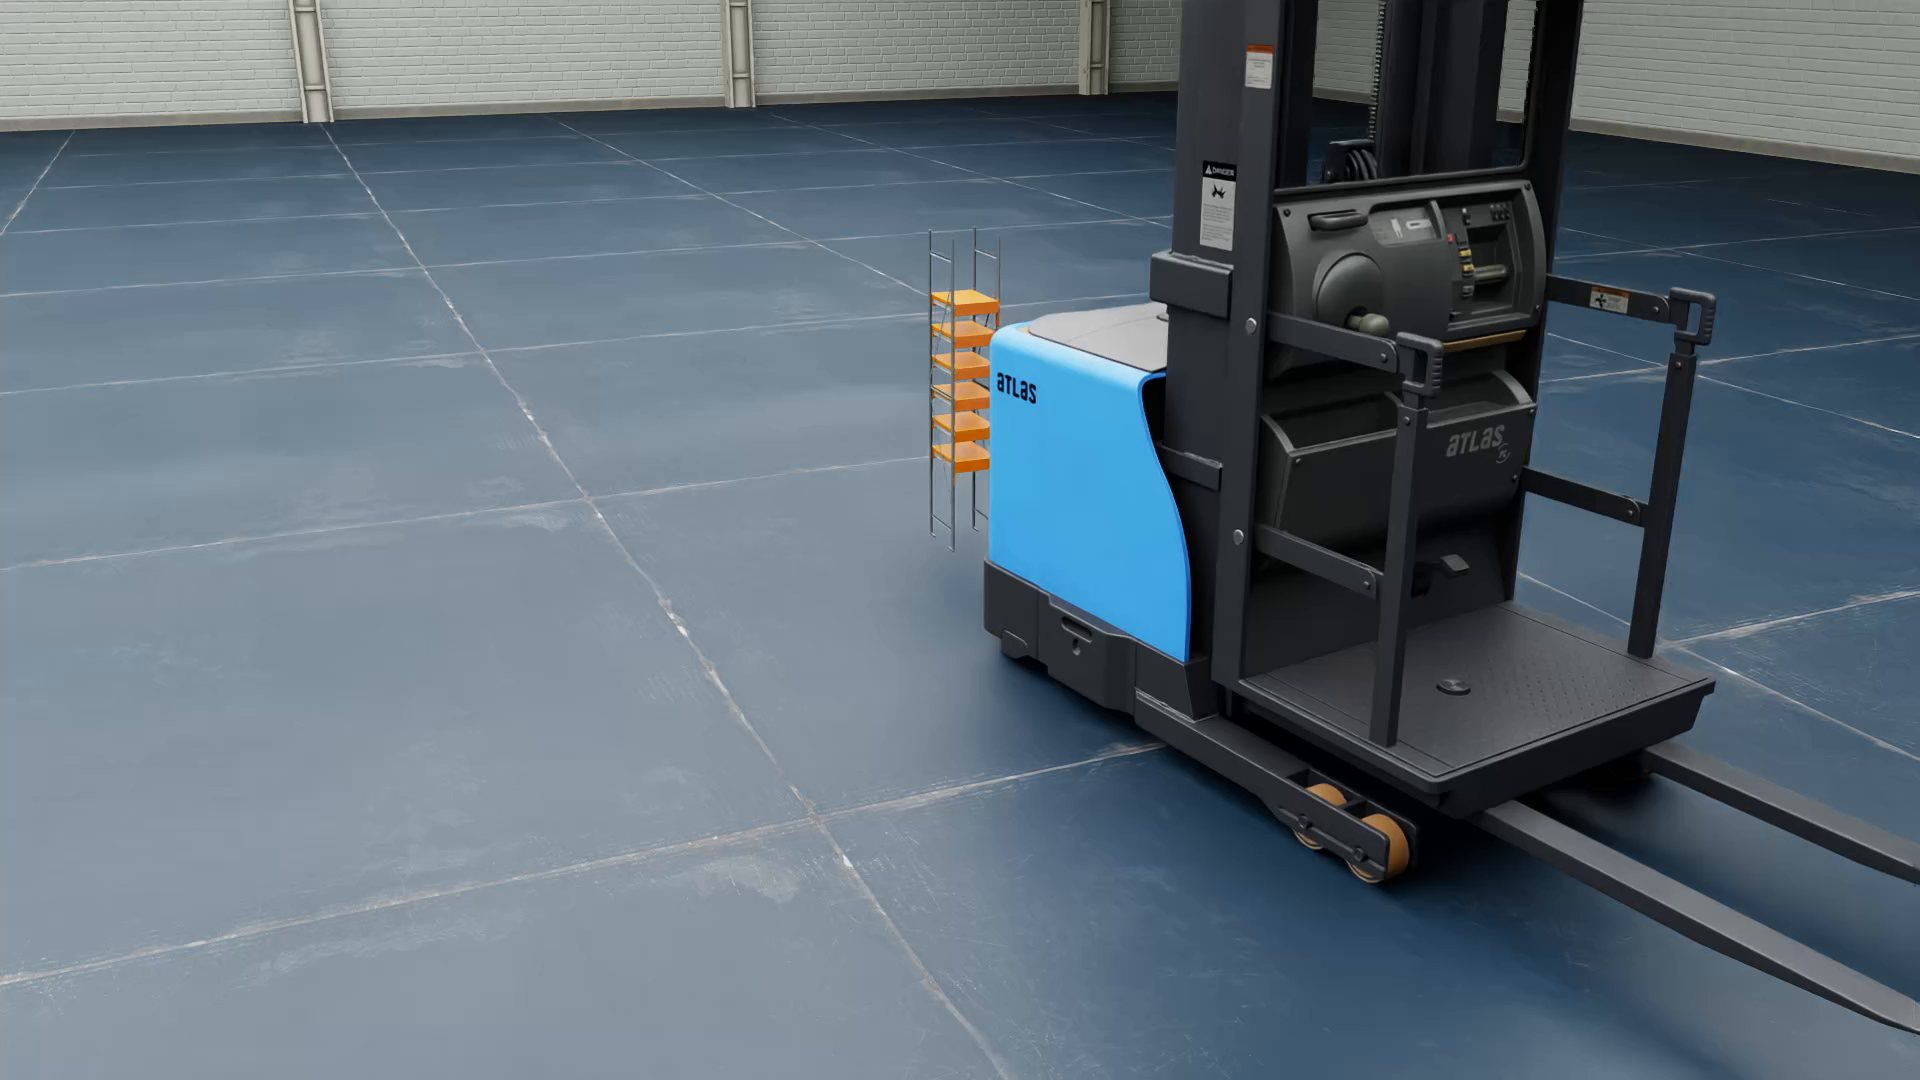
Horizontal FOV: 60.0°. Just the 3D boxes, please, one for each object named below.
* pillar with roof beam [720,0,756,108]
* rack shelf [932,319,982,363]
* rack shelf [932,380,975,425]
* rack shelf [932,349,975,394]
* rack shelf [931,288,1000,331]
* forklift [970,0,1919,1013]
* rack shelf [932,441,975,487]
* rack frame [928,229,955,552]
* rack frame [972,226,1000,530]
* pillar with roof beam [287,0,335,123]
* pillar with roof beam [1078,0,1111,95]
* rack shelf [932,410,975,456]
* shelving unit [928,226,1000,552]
[{"bbox_3d":[-1.614,-9.483,19.905,0.400,9.000,9.100,-8,21,-22],"label":"pillar with roof beam"},{"bbox_3d":[0.013,-0.752,6.263,0.180,0.103,0.258,-8,21,-22],"label":"rack shelf"},{"bbox_3d":[0.013,-0.526,6.343,0.180,0.103,0.258,-8,21,-22],"label":"rack shelf"},{"bbox_3d":[0.013,-0.639,6.303,0.180,0.103,0.258,-8,21,-22],"label":"rack shelf"},{"bbox_3d":[0.013,-0.866,6.223,0.180,0.103,0.258,-8,21,-22],"label":"rack shelf"},{"bbox_3d":[1.252,-0.736,4.200,1.130,2.935,3.031,-12,23,-31],"label":"forklift"},{"bbox_3d":[0.013,-0.300,6.423,0.180,0.103,0.258,-8,21,-22],"label":"rack shelf"},{"bbox_3d":[-0.071,-0.556,6.294,0.006,1.200,0.240,-8,21,-22],"label":"rack frame"},{"bbox_3d":[0.097,-0.580,6.362,0.006,1.200,0.240,-8,21,-22],"label":"rack frame"},{"bbox_3d":[-7.123,-8.694,17.663,0.400,9.000,9.100,-8,21,-22],"label":"pillar with roof beam"},{"bbox_3d":[3.895,-10.272,22.146,0.400,9.000,9.100,-8,21,-22],"label":"pillar with roof beam"},{"bbox_3d":[0.013,-0.413,6.383,0.180,0.103,0.258,-8,21,-22],"label":"rack shelf"},{"bbox_3d":[0.013,-0.568,6.328,0.189,1.200,0.258,-8,21,-22],"label":"shelving unit"}]
